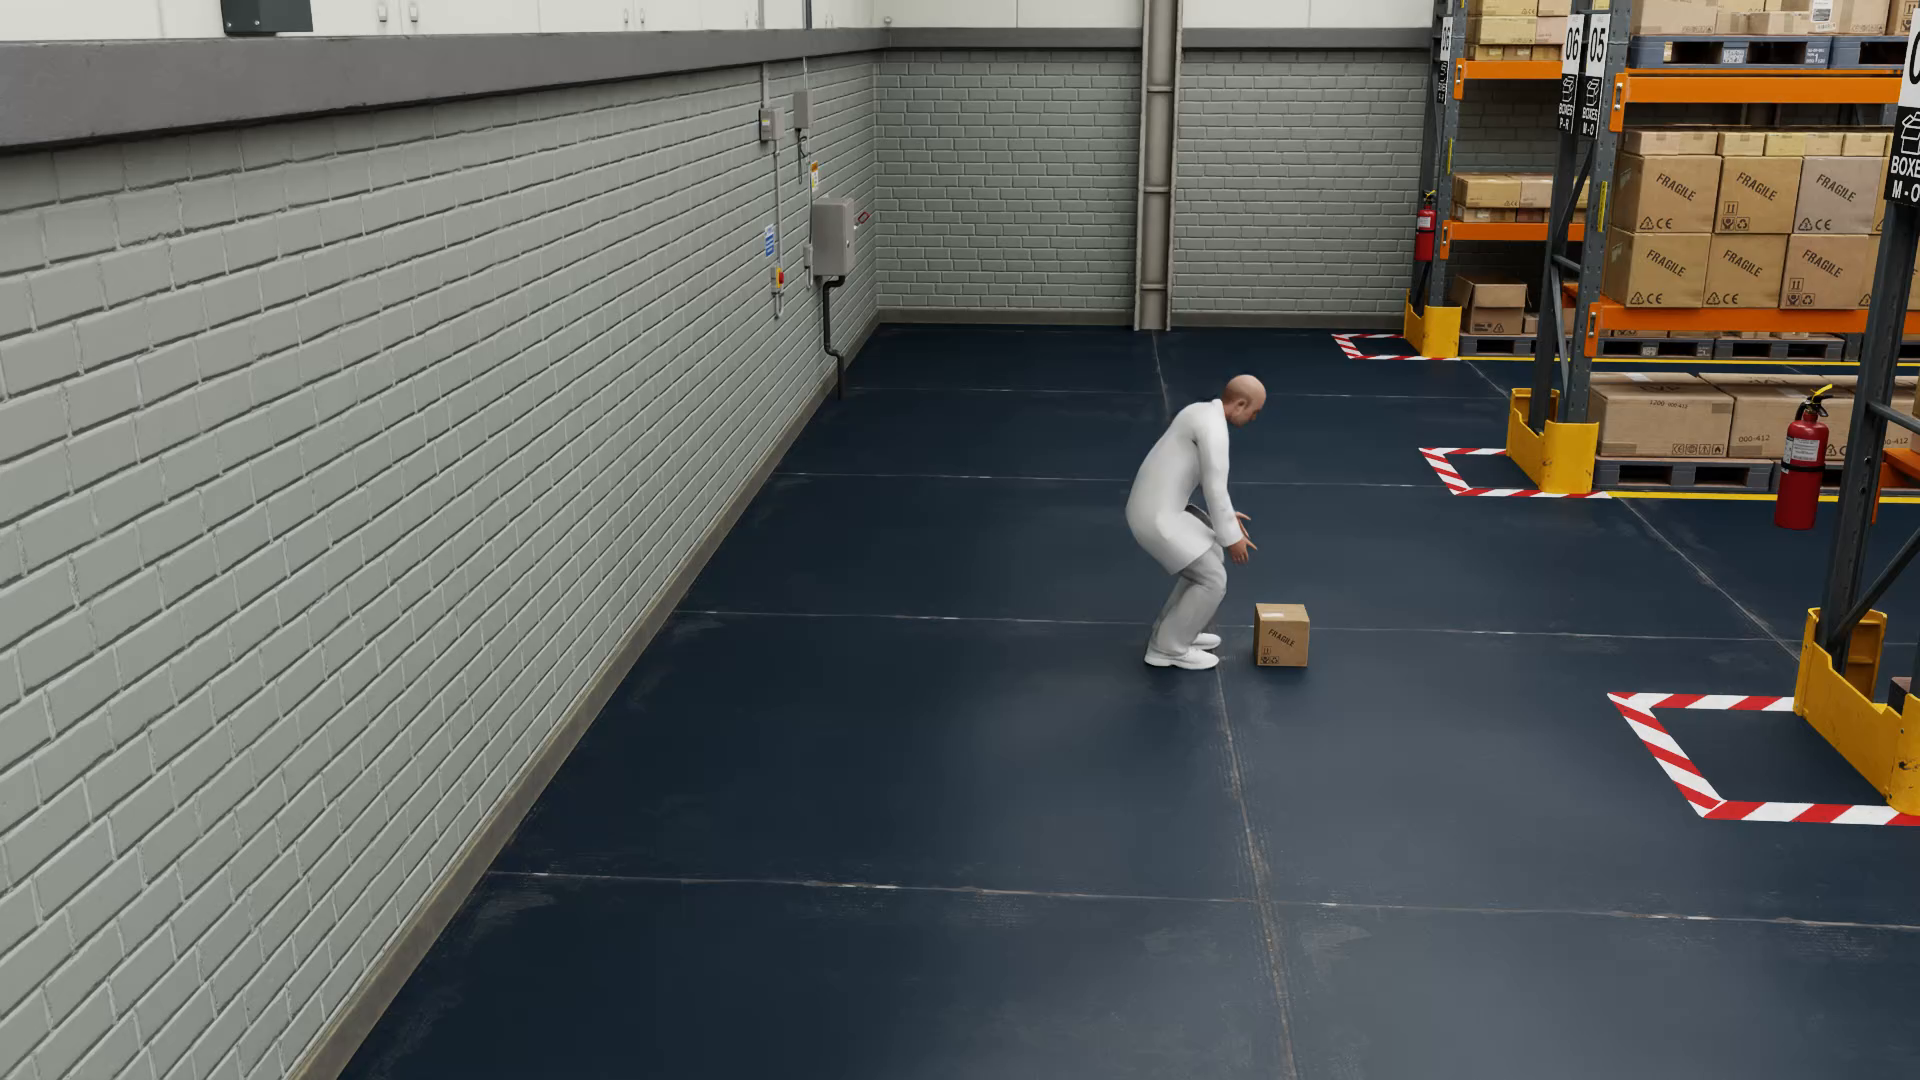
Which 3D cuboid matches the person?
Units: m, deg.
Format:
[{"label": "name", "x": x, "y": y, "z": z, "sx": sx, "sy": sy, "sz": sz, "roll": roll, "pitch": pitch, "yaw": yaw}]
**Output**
[{"label": "person", "x": 1.241, "y": 0.072, "z": 8.488, "sx": 0.865, "sy": 1.099, "sz": 0.617, "roll": 1, "pitch": 17, "yaw": 4}]
